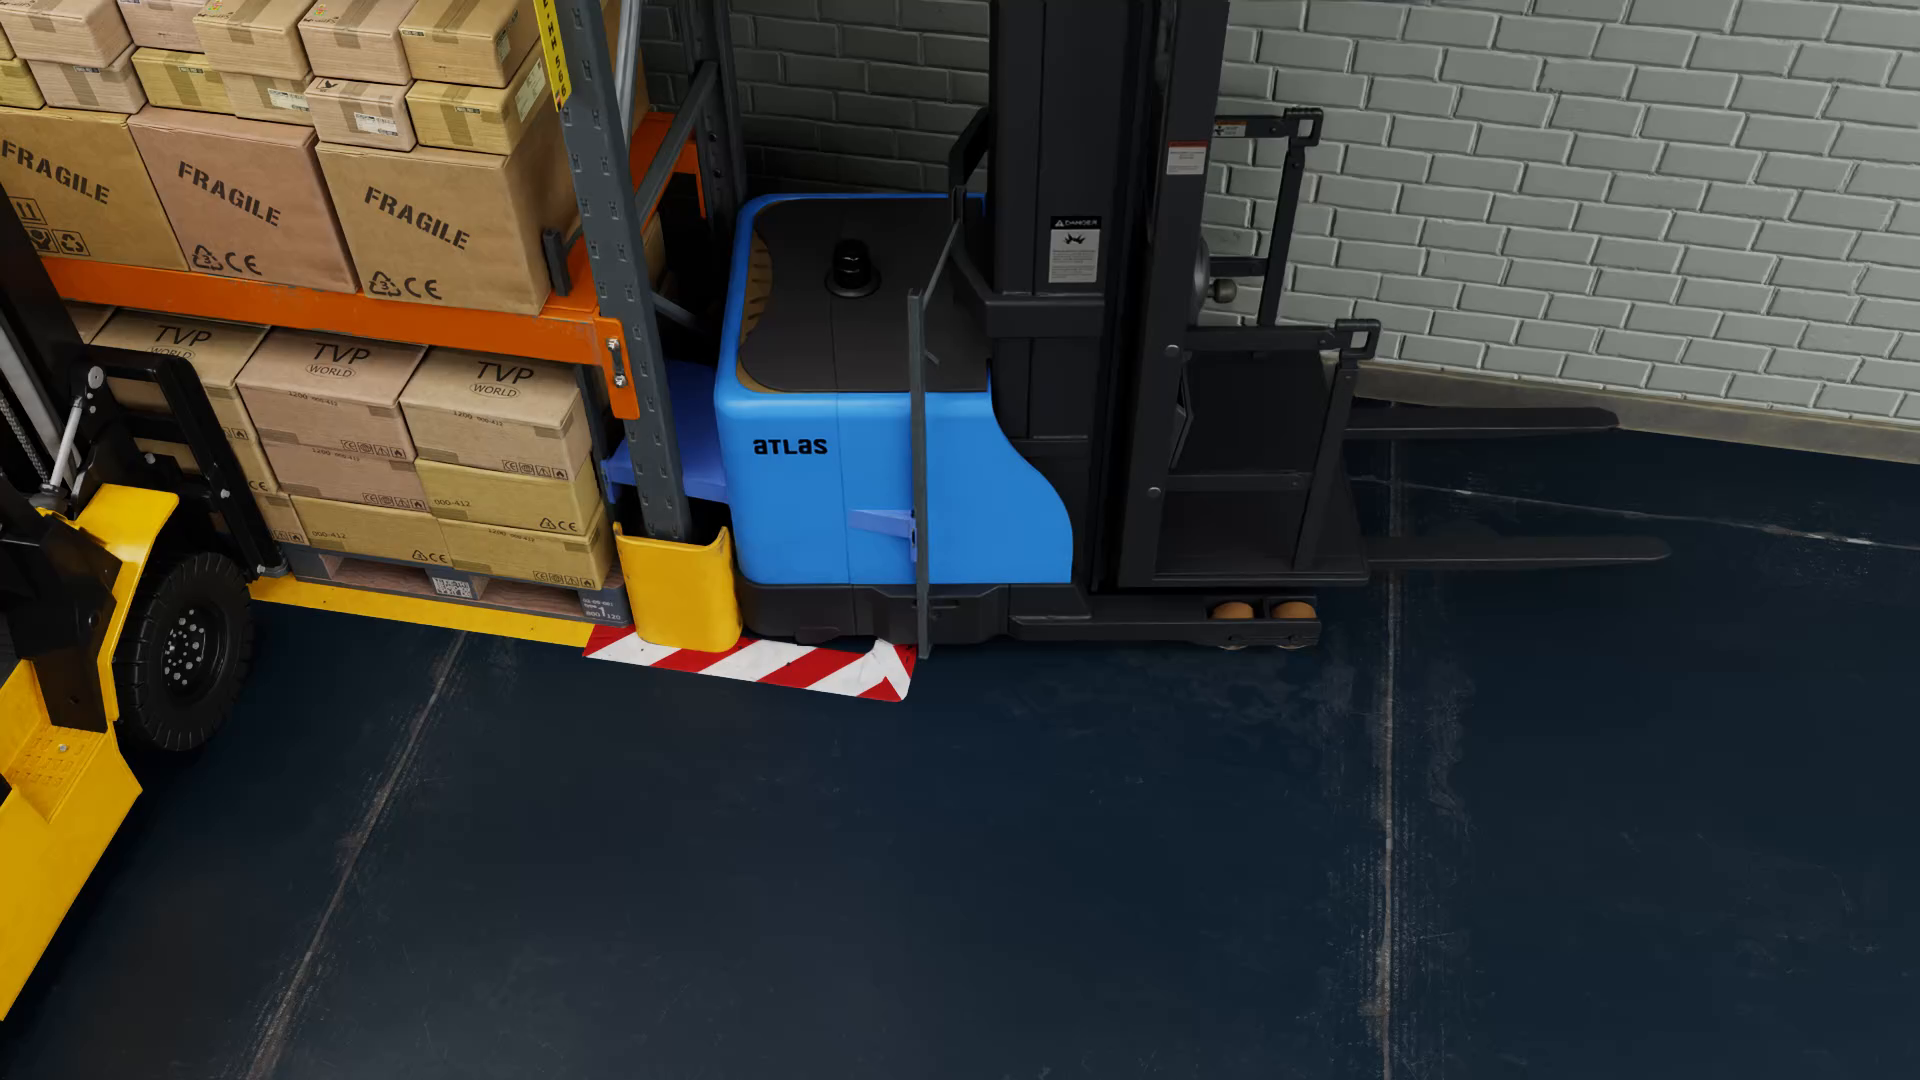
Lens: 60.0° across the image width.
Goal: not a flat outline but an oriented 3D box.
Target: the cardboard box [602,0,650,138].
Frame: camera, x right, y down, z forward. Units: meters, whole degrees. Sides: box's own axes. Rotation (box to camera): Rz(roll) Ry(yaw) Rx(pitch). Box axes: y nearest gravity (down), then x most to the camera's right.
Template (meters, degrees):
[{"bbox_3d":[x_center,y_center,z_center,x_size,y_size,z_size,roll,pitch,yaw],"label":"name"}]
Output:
[{"bbox_3d":[-1.267,-1.383,4.909,0.500,0.500,0.500,9,49,8],"label":"cardboard box"}]

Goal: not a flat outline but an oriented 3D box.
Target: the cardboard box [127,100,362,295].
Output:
[{"bbox_3d":[-1.869,-1.063,4.621,0.500,0.500,0.500,9,49,8],"label":"cardboard box"}]

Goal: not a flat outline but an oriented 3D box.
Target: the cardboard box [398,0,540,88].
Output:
[{"bbox_3d":[-1.219,-1.324,4.220,0.250,0.149,0.380,8,49,7],"label":"cardboard box"}]

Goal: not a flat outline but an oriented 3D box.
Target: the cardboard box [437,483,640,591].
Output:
[{"bbox_3d":[-1.347,-0.133,5.419,0.500,0.250,0.500,8,49,7],"label":"cardboard box"}]

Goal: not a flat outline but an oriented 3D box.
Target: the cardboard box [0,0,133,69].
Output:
[{"bbox_3d":[-2.237,-1.389,4.278,0.250,0.149,0.380,9,49,8],"label":"cardboard box"}]

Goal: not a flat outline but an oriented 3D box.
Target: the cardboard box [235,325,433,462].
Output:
[{"bbox_3d":[-1.841,-0.532,5.106,0.500,0.250,0.500,8,49,8],"label":"cardboard box"}]

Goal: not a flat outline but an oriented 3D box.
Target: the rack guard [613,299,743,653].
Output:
[{"bbox_3d":[-0.805,-0.242,5.632,0.348,0.500,1.175,8,49,7],"label":"rack guard"}]

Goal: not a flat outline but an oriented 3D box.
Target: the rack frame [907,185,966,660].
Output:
[{"bbox_3d":[-0.059,-0.299,5.005,0.032,1.500,0.500,11,49,10],"label":"rack frame"}]

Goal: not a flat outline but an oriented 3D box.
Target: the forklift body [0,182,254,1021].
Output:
[{"bbox_3d":[-3.019,0.287,4.046,1.214,2.155,2.313,8,49,7],"label":"forklift body"}]

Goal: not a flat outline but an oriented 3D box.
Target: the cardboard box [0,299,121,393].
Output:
[{"bbox_3d":[-2.837,-0.664,5.224,0.500,0.250,0.500,7,48,6],"label":"cardboard box"}]

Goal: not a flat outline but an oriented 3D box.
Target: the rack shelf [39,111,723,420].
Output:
[{"bbox_3d":[-2.797,-1.105,5.210,4.000,0.370,1.077,8,49,7],"label":"rack shelf"}]

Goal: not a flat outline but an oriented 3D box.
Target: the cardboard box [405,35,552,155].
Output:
[{"bbox_3d":[-1.220,-1.172,4.283,0.250,0.149,0.380,8,49,7],"label":"cardboard box"}]

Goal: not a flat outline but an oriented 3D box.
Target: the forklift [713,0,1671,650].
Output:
[{"bbox_3d":[0.796,-1.021,4.697,3.031,2.935,1.130,0,48,0],"label":"forklift"}]

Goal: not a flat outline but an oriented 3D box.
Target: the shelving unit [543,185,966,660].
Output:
[{"bbox_3d":[-0.551,-0.392,5.090,1.048,1.500,0.538,11,49,10],"label":"shelving unit"}]

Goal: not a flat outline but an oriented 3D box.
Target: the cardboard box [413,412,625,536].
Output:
[{"bbox_3d":[-1.363,-0.305,5.238,0.500,0.250,0.500,7,48,6],"label":"cardboard box"}]

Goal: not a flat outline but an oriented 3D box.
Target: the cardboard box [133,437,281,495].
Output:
[{"bbox_3d":[-2.367,-0.432,5.352,0.500,0.250,0.500,7,48,6],"label":"cardboard box"}]

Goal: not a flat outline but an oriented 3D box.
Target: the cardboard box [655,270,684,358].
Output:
[{"bbox_3d":[-1.255,-0.684,5.578,0.500,0.250,0.500,8,49,8],"label":"cardboard box"}]

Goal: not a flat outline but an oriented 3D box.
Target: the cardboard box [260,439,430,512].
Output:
[{"bbox_3d":[-1.855,-0.379,5.304,0.500,0.250,0.500,7,48,6],"label":"cardboard box"}]

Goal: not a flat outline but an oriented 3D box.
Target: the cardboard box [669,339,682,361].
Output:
[{"bbox_3d":[-1.277,-0.510,5.758,0.500,0.250,0.500,8,49,7],"label":"cardboard box"}]

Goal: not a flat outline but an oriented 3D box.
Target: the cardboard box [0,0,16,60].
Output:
[{"bbox_3d":[-2.493,-1.419,4.305,0.250,0.149,0.380,9,49,8],"label":"cardboard box"}]

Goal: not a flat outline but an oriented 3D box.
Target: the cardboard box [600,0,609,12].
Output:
[{"bbox_3d":[-1.116,-1.566,4.637,0.250,0.149,0.380,7,48,6],"label":"cardboard box"}]

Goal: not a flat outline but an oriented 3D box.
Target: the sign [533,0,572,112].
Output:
[{"bbox_3d":[-0.939,-1.152,3.831,0.005,0.325,0.100,8,49,7],"label":"sign"}]

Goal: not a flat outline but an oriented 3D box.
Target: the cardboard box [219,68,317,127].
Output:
[{"bbox_3d":[-1.721,-1.263,4.365,0.250,0.149,0.380,8,49,8],"label":"cardboard box"}]

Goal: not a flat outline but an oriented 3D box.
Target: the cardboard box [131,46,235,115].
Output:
[{"bbox_3d":[-1.963,-1.304,4.402,0.250,0.149,0.380,7,48,7],"label":"cardboard box"}]

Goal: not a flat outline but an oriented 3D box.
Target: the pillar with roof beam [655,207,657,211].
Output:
[{"bbox_3d":[-2.119,-0.687,0.317,0.400,9.000,9.100,8,49,7],"label":"pillar with roof beam"}]

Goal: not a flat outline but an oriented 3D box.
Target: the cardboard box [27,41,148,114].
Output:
[{"bbox_3d":[-2.234,-1.305,4.403,0.250,0.149,0.380,6,48,6],"label":"cardboard box"}]

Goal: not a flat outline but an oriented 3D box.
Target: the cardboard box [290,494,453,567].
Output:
[{"bbox_3d":[-1.835,-0.206,5.485,0.500,0.250,0.500,8,49,7],"label":"cardboard box"}]

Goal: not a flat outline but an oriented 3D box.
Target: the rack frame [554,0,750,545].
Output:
[{"bbox_3d":[-0.829,-1.081,4.705,0.127,3.000,1.000,8,49,7],"label":"rack frame"}]

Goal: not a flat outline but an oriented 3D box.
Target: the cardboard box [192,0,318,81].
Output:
[{"bbox_3d":[-1.729,-1.348,4.242,0.250,0.149,0.380,9,49,8],"label":"cardboard box"}]

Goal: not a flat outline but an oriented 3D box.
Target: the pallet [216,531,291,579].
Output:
[{"bbox_3d":[-2.786,-0.383,5.952,1.213,0.211,1.003,8,49,7],"label":"pallet"}]

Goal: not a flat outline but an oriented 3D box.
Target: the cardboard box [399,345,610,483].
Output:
[{"bbox_3d":[-1.337,-0.469,5.049,0.500,0.250,0.500,9,49,8],"label":"cardboard box"}]

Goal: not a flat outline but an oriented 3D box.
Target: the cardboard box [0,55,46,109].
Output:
[{"bbox_3d":[-2.486,-1.324,4.420,0.250,0.149,0.380,8,49,7],"label":"cardboard box"}]

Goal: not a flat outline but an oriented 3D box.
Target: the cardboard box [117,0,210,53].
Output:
[{"bbox_3d":[-1.961,-1.436,4.320,0.250,0.149,0.380,8,49,7],"label":"cardboard box"}]

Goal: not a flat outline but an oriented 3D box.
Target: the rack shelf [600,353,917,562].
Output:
[{"bbox_3d":[-0.551,-0.271,5.223,1.000,0.185,0.538,11,49,10],"label":"rack shelf"}]

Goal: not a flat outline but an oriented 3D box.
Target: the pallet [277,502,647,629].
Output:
[{"bbox_3d":[-1.589,-0.220,5.805,1.213,0.211,1.003,8,49,7],"label":"pallet"}]

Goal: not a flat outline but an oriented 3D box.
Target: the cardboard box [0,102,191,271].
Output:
[{"bbox_3d":[-2.373,-1.130,4.682,0.500,0.500,0.500,7,48,6],"label":"cardboard box"}]

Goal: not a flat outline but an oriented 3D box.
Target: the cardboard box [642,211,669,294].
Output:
[{"bbox_3d":[-1.268,-0.839,5.381,0.500,0.250,0.500,7,48,6],"label":"cardboard box"}]

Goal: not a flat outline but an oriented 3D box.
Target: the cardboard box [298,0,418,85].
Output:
[{"bbox_3d":[-1.467,-1.334,4.228,0.250,0.149,0.380,8,49,7],"label":"cardboard box"}]

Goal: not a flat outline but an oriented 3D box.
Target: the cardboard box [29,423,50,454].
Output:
[{"bbox_3d":[-2.858,-0.501,5.414,0.500,0.250,0.500,8,48,7],"label":"cardboard box"}]

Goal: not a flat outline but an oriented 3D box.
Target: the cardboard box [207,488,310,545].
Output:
[{"bbox_3d":[-2.326,-0.279,5.550,0.500,0.250,0.500,8,49,7],"label":"cardboard box"}]

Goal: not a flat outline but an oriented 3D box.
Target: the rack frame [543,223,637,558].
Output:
[{"bbox_3d":[-1.044,-0.486,5.176,0.032,1.500,0.500,11,49,10],"label":"rack frame"}]

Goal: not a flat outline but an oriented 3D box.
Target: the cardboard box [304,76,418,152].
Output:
[{"bbox_3d":[-1.477,-1.184,4.294,0.250,0.149,0.380,8,49,7],"label":"cardboard box"}]

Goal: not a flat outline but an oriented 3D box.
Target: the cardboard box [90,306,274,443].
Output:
[{"bbox_3d":[-2.339,-0.592,5.159,0.500,0.250,0.500,8,49,7],"label":"cardboard box"}]

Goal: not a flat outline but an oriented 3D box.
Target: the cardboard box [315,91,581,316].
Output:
[{"bbox_3d":[-1.360,-0.987,4.553,0.500,0.500,0.500,7,48,6],"label":"cardboard box"}]
